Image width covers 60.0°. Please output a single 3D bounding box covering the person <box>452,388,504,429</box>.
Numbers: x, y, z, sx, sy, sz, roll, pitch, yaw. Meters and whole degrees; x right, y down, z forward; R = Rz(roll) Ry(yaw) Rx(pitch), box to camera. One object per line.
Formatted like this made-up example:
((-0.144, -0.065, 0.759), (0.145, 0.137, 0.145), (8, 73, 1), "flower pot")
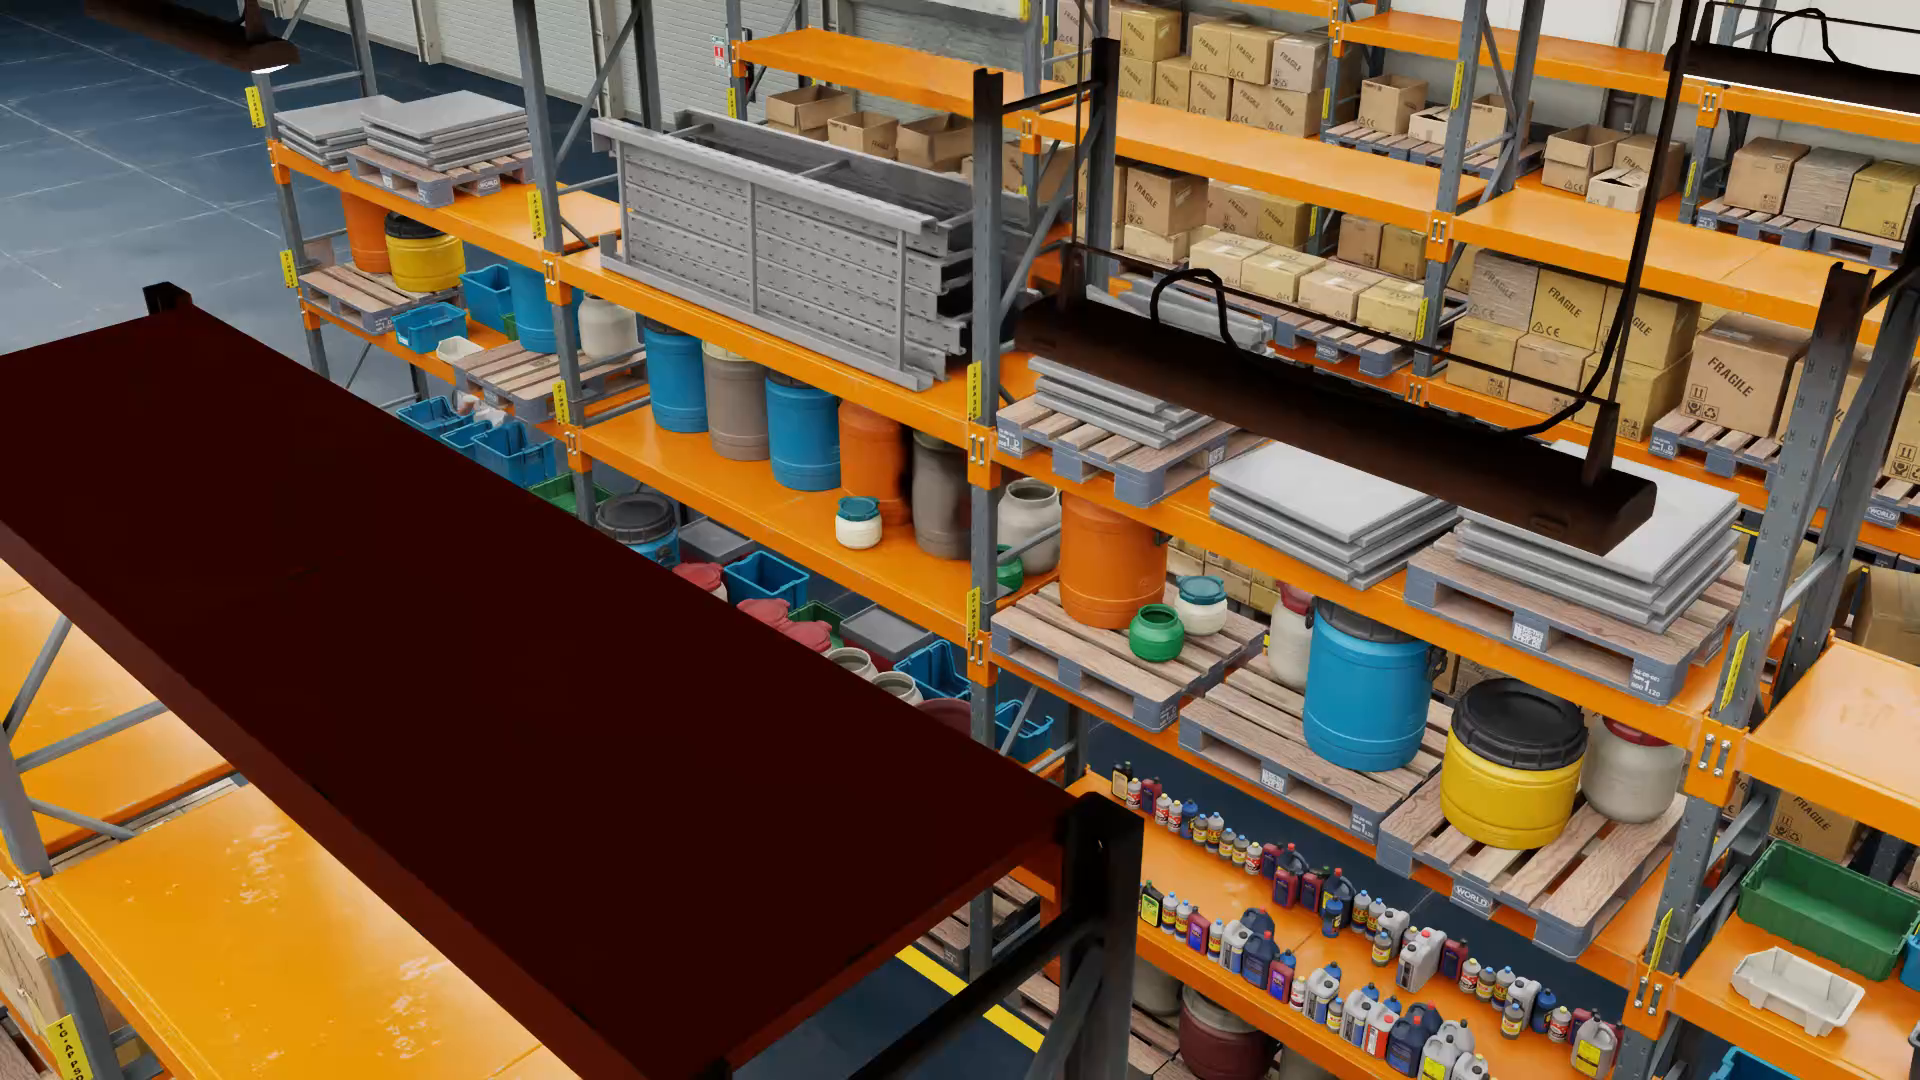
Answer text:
((-4.830, -1.234, 16.680), (0.526, 1.736, 0.724), (14, 32, 23), "person")
